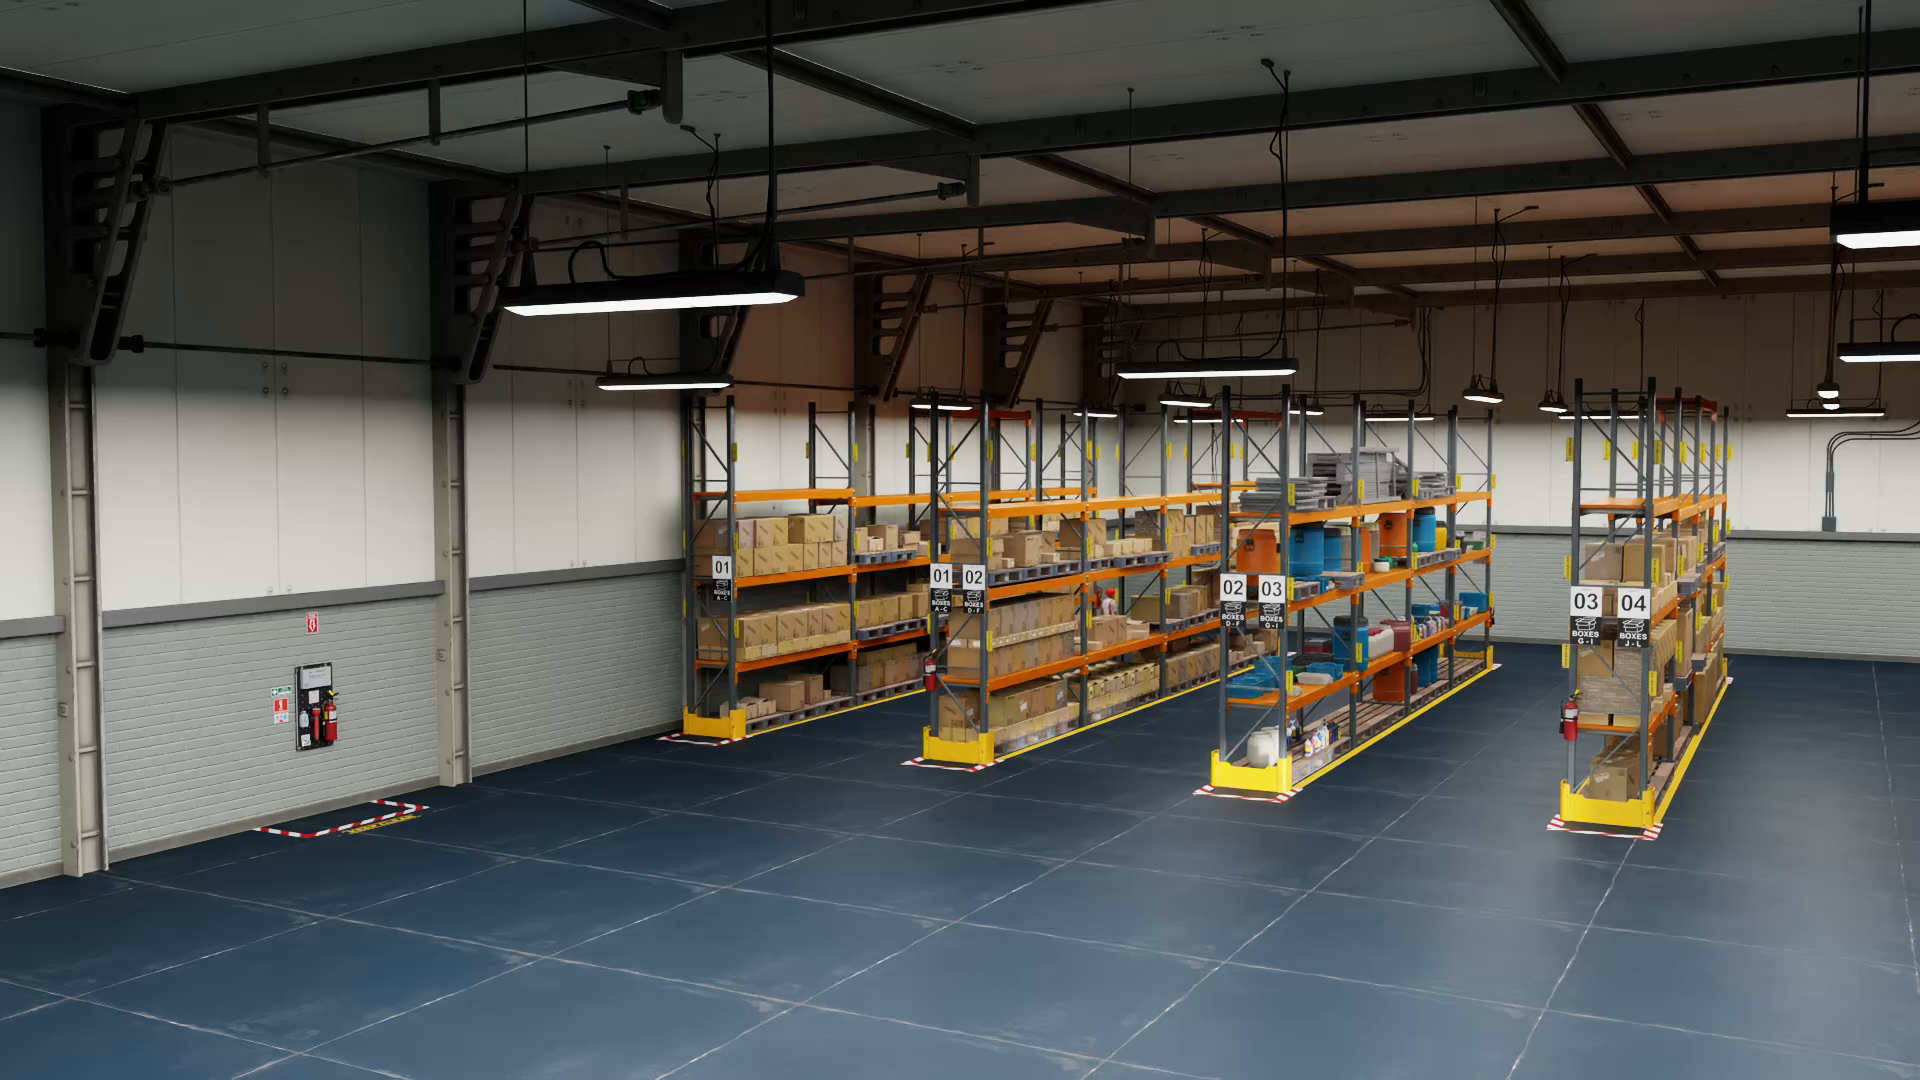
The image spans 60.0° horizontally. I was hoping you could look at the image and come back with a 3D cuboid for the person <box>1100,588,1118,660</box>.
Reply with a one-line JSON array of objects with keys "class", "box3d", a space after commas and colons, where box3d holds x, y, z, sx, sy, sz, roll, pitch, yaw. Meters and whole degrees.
[{"class": "person", "box3d": [3.632, 2.021, 39.846, 0.901, 1.771, 0.546, -2, 4, -34]}]
